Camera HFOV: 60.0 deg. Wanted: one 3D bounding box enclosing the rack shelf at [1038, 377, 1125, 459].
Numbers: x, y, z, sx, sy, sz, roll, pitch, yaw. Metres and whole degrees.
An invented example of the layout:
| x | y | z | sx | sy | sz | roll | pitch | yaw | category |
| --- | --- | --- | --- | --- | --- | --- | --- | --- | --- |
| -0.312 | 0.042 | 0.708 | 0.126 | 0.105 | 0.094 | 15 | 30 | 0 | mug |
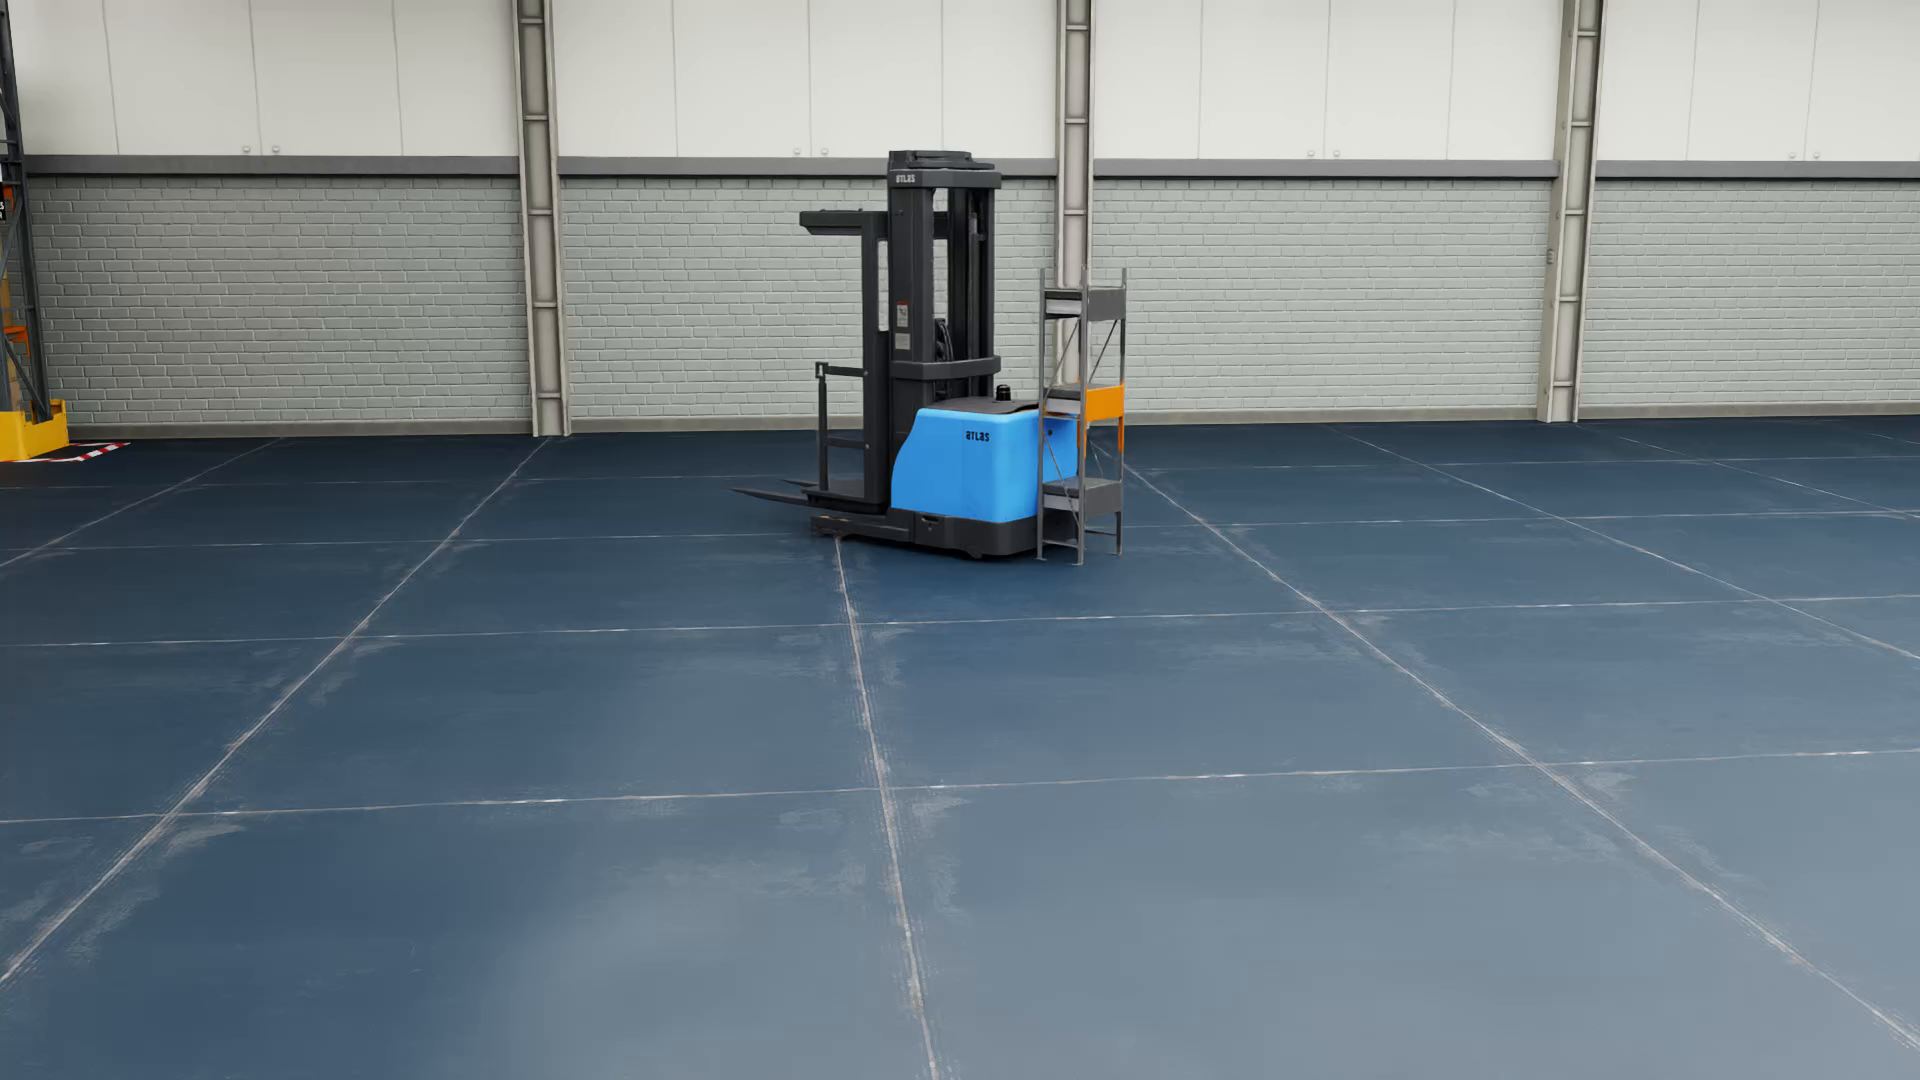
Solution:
| x | y | z | sx | sy | sz | roll | pitch | yaw | category |
| --- | --- | --- | --- | --- | --- | --- | --- | --- | --- |
| 0.877 | -0.888 | 12.009 | 0.431 | 0.518 | 0.480 | 9 | 14 | 39 | rack shelf |

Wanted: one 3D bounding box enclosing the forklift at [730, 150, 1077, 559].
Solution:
| x | y | z | sx | sy | sz | roll | pitch | yaw | category |
| --- | --- | --- | --- | --- | --- | --- | --- | --- | --- |
| -0.541 | -1.511 | 12.956 | 3.031 | 2.935 | 1.130 | 9 | 14 | 39 | forklift |

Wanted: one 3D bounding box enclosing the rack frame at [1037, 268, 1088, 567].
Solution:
| x | y | z | sx | sy | sz | roll | pitch | yaw | category |
| --- | --- | --- | --- | --- | --- | --- | --- | --- | --- |
| 0.722 | -0.865 | 11.821 | 0.400 | 2.100 | 0.015 | 9 | 14 | 39 | rack frame |

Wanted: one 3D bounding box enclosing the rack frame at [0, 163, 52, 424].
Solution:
| x | y | z | sx | sy | sz | roll | pitch | yaw | category |
| --- | --- | --- | --- | --- | --- | --- | --- | --- | --- |
| -9.833 | -2.394 | 17.272 | 0.127 | 3.000 | 1.000 | -1 | 11 | -6 | rack frame |

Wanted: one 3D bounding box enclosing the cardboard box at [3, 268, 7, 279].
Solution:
| x | y | z | sx | sy | sz | roll | pitch | yaw | category |
| --- | --- | --- | --- | --- | --- | --- | --- | --- | --- |
| -10.198 | -2.805 | 17.417 | 0.250 | 0.149 | 0.380 | -1 | 11 | -8 | cardboard box |

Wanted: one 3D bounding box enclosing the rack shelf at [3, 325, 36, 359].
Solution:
| x | y | z | sx | sy | sz | roll | pitch | yaw | category |
| --- | --- | --- | --- | --- | --- | --- | --- | --- | --- |
| -11.821 | -2.000 | 17.129 | 4.000 | 0.370 | 1.077 | -1 | 11 | -6 | rack shelf |

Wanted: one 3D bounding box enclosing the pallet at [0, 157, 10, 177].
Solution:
| x | y | z | sx | sy | sz | roll | pitch | yaw | category |
| --- | --- | --- | --- | --- | --- | --- | --- | --- | --- |
| -10.538 | -3.813 | 16.941 | 1.213 | 0.211 | 1.003 | -1 | 11 | -6 | pallet |

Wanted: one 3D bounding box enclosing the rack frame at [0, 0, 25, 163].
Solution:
| x | y | z | sx | sy | sz | roll | pitch | yaw | category |
| --- | --- | --- | --- | --- | --- | --- | --- | --- | --- |
| -9.833 | -5.338 | 16.693 | 0.127 | 3.000 | 1.000 | -1 | 11 | -6 | rack frame |

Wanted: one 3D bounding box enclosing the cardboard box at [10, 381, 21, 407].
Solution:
| x | y | z | sx | sy | sz | roll | pitch | yaw | category |
| --- | --- | --- | --- | --- | --- | --- | --- | --- | --- |
| -10.322 | -1.527 | 17.601 | 0.500 | 0.250 | 0.500 | -1 | 11 | -5 | cardboard box |

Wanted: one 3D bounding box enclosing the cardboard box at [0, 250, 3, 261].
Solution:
| x | y | z | sx | sy | sz | roll | pitch | yaw | category |
| --- | --- | --- | --- | --- | --- | --- | --- | --- | --- |
| -10.190 | -2.942 | 17.344 | 0.250 | 0.149 | 0.380 | -1 | 11 | -7 | cardboard box |

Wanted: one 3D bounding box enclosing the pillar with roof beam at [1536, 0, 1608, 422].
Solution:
| x | y | z | sx | sy | sz | roll | pitch | yaw | category |
| --- | --- | --- | --- | --- | --- | --- | --- | --- | --- |
| 7.737 | -5.046 | 15.207 | 0.400 | 9.000 | 9.100 | -1 | 11 | -6 | pillar with roof beam |

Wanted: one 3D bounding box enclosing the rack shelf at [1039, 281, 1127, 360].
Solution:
| x | y | z | sx | sy | sz | roll | pitch | yaw | category |
| --- | --- | --- | --- | --- | --- | --- | --- | --- | --- |
| 0.878 | -1.574 | 11.873 | 0.431 | 0.518 | 0.480 | 9 | 14 | 39 | rack shelf |

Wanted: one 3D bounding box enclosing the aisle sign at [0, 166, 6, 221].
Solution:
| x | y | z | sx | sy | sz | roll | pitch | yaw | category |
| --- | --- | --- | --- | --- | --- | --- | --- | --- | --- |
| -9.736 | -3.615 | 16.742 | 0.004 | 0.787 | 0.394 | -1 | 11 | -6 | aisle sign |

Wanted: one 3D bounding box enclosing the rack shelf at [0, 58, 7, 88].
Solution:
| x | y | z | sx | sy | sz | roll | pitch | yaw | category |
| --- | --- | --- | --- | --- | --- | --- | --- | --- | --- |
| -11.821 | -4.747 | 16.589 | 4.000 | 0.370 | 1.077 | -1 | 11 | -6 | rack shelf |

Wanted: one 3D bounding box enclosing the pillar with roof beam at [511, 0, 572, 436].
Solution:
| x | y | z | sx | sy | sz | roll | pitch | yaw | category |
| --- | --- | --- | --- | --- | --- | --- | --- | --- | --- |
| -4.192 | -4.796 | 13.935 | 0.400 | 9.000 | 9.100 | -1 | 11 | -6 | pillar with roof beam |

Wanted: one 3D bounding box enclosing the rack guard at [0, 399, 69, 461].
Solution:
| x | y | z | sx | sy | sz | roll | pitch | yaw | category |
| --- | --- | --- | --- | --- | --- | --- | --- | --- | --- |
| -9.809 | -1.168 | 17.516 | 0.348 | 0.500 | 1.175 | -1 | 11 | -6 | rack guard |

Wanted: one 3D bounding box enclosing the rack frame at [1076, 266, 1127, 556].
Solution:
| x | y | z | sx | sy | sz | roll | pitch | yaw | category |
| --- | --- | --- | --- | --- | --- | --- | --- | --- | --- |
| 1.032 | -0.937 | 12.191 | 0.400 | 2.100 | 0.015 | 9 | 14 | 39 | rack frame |

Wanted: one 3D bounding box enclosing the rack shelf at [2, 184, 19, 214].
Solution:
| x | y | z | sx | sy | sz | roll | pitch | yaw | category |
| --- | --- | --- | --- | --- | --- | --- | --- | --- | --- |
| -11.821 | -3.472 | 16.840 | 4.000 | 0.370 | 1.077 | -1 | 11 | -6 | rack shelf |

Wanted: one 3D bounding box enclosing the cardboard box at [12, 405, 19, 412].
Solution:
| x | y | z | sx | sy | sz | roll | pitch | yaw | category |
| --- | --- | --- | --- | --- | --- | --- | --- | --- | --- |
| -10.342 | -1.279 | 17.635 | 0.500 | 0.250 | 0.500 | -1 | 11 | -6 | cardboard box |

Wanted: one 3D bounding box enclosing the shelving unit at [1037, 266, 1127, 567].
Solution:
| x | y | z | sx | sy | sz | roll | pitch | yaw | category |
| --- | --- | --- | --- | --- | --- | --- | --- | --- | --- |
| 0.877 | -0.901 | 12.006 | 0.431 | 2.100 | 0.503 | 9 | 14 | 39 | shelving unit |

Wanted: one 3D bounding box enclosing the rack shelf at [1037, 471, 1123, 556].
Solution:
| x | y | z | sx | sy | sz | roll | pitch | yaw | category |
| --- | --- | --- | --- | --- | --- | --- | --- | --- | --- |
| 0.876 | -0.201 | 12.144 | 0.431 | 0.518 | 0.480 | 9 | 14 | 39 | rack shelf |

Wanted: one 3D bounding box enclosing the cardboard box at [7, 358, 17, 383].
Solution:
| x | y | z | sx | sy | sz | roll | pitch | yaw | category |
| --- | --- | --- | --- | --- | --- | --- | --- | --- | --- |
| -10.331 | -1.768 | 17.534 | 0.500 | 0.250 | 0.500 | -1 | 11 | -7 | cardboard box |

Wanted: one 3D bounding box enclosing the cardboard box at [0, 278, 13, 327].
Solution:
| x | y | z | sx | sy | sz | roll | pitch | yaw | category |
| --- | --- | --- | --- | --- | --- | --- | --- | --- | --- |
| -10.355 | -2.486 | 17.481 | 0.500 | 0.500 | 0.500 | -1 | 11 | -4 | cardboard box |

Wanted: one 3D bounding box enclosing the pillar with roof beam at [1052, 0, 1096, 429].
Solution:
| x | y | z | sx | sy | sz | roll | pitch | yaw | category |
| --- | --- | --- | --- | --- | --- | --- | --- | --- | --- |
| 1.773 | -4.921 | 14.571 | 0.400 | 9.000 | 9.100 | -1 | 11 | -6 | pillar with roof beam |

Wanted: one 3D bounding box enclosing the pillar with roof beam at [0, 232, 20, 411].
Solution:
| x | y | z | sx | sy | sz | roll | pitch | yaw | category |
| --- | --- | --- | --- | --- | --- | --- | --- | --- | --- |
| -10.157 | -4.671 | 13.299 | 0.400 | 9.000 | 9.100 | -1 | 11 | -6 | pillar with roof beam |
